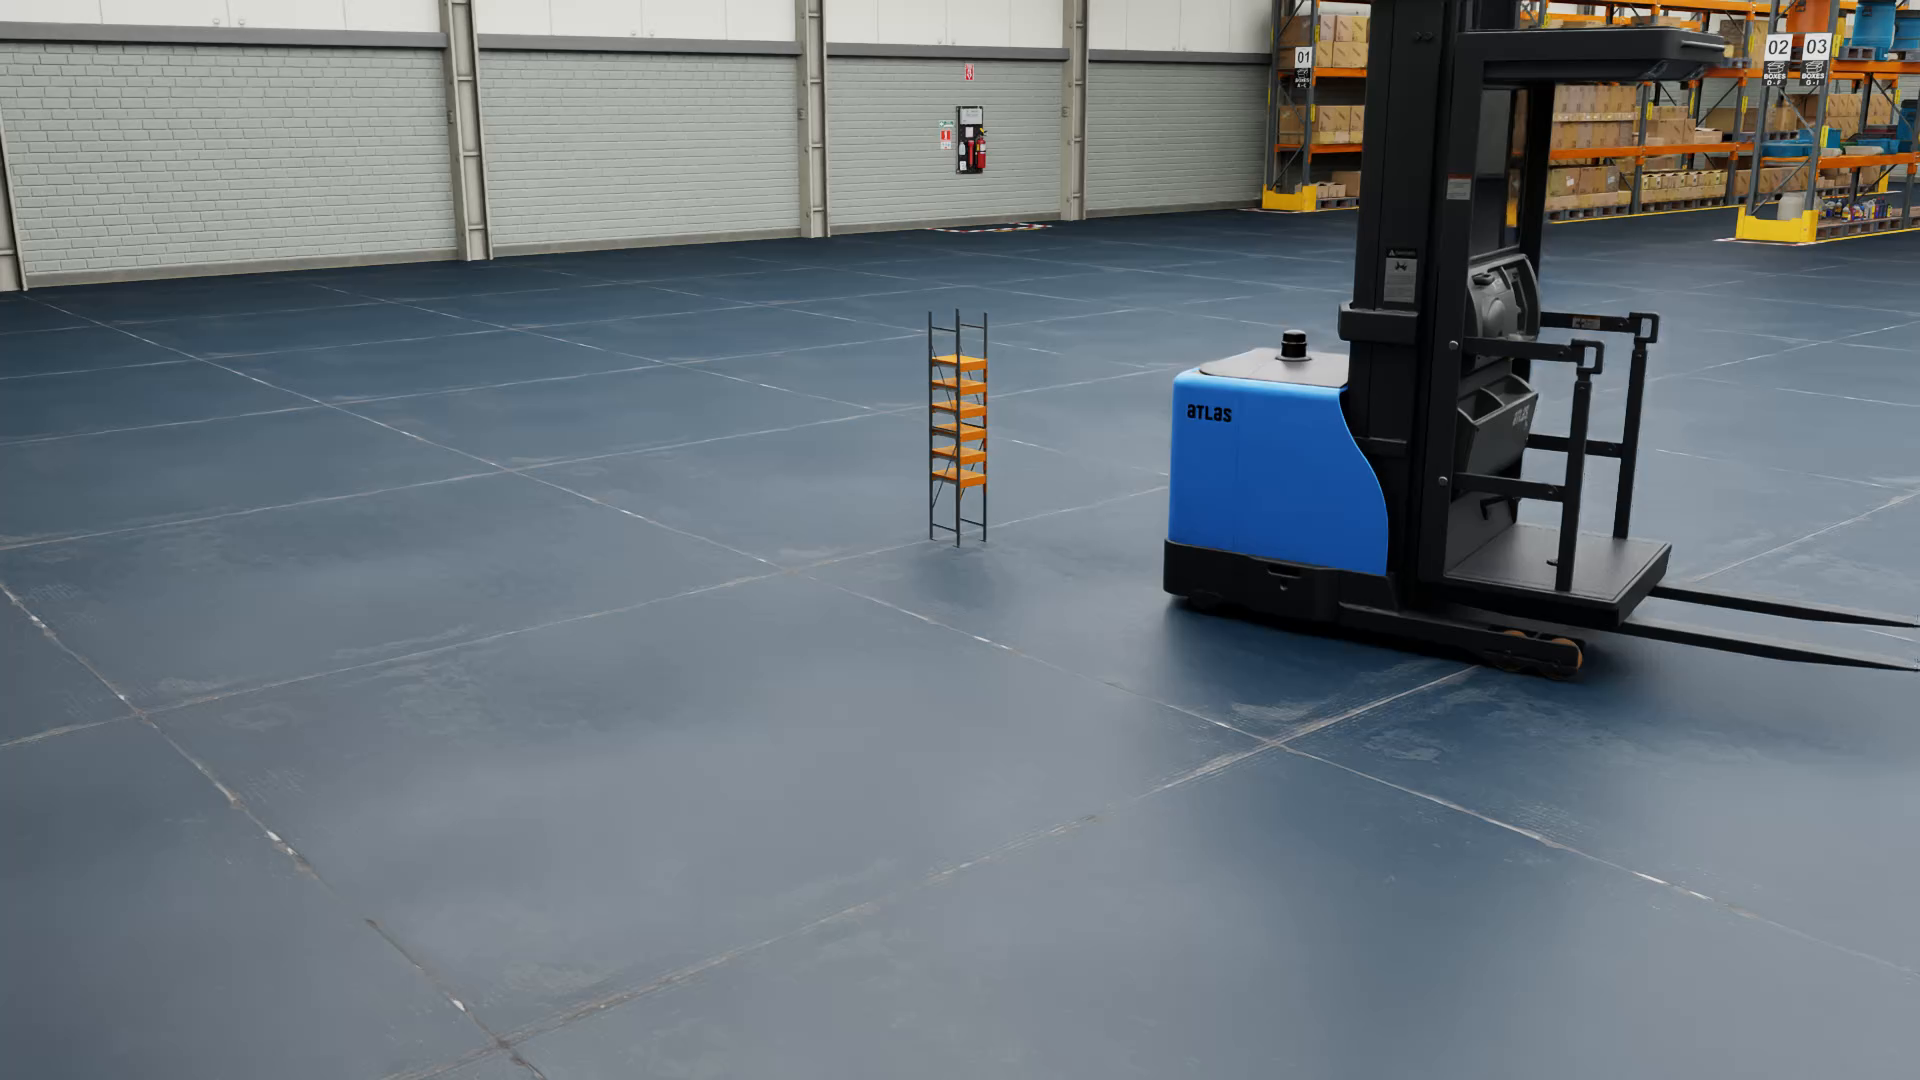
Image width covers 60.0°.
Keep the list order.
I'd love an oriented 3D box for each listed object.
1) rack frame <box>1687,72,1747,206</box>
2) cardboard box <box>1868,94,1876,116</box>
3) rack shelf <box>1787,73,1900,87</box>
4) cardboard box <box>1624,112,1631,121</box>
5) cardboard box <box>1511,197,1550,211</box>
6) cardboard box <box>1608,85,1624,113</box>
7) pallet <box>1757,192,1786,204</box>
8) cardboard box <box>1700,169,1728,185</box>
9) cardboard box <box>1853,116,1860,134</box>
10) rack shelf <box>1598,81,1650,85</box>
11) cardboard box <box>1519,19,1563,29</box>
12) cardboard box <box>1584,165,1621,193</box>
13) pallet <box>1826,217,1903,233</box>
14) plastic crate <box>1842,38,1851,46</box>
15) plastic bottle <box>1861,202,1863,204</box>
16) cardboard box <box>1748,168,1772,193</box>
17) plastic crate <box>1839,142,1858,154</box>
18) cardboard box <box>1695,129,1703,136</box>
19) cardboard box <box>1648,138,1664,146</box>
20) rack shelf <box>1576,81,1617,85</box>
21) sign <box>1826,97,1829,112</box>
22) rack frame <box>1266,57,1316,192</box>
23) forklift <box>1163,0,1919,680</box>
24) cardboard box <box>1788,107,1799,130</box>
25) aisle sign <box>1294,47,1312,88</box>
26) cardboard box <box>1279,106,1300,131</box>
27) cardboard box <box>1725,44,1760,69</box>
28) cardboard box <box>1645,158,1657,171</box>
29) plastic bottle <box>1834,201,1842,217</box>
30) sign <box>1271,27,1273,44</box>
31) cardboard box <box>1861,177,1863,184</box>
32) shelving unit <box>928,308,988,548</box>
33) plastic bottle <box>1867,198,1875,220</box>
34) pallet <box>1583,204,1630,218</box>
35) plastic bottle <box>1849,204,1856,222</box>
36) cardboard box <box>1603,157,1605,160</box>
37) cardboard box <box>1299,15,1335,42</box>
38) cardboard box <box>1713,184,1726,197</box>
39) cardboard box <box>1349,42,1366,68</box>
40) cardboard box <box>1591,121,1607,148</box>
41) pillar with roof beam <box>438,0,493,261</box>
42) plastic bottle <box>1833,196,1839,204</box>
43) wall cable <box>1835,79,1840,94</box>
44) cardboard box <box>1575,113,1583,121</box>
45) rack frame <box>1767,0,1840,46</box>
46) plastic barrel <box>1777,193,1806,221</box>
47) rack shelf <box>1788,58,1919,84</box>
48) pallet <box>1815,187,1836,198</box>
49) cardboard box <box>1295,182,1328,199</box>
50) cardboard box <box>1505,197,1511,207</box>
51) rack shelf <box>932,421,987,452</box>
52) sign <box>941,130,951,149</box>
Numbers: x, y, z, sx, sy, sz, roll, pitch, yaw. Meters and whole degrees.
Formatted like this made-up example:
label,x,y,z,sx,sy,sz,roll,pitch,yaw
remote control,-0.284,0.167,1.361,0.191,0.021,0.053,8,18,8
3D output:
label,x,y,z,sx,sy,sz,roll,pitch,yaw
rack frame,15.981,-8.619,35.204,0.127,3.000,1.000,-13,19,-39
cardboard box,21.092,-10.202,39.000,0.500,0.500,0.500,-12,19,-38
rack shelf,20.507,-10.737,38.715,4.000,0.370,1.077,-13,19,-39
cardboard box,12.711,-8.174,32.087,0.250,0.149,0.380,-13,20,-41
cardboard box,10.497,-6.186,30.609,0.500,0.250,0.500,-13,19,-39
cardboard box,12.253,-8.454,31.880,0.500,0.500,0.700,-13,20,-39
pallet,17.489,-7.596,36.780,1.213,0.211,1.003,-13,19,-39
cardboard box,15.748,-7.628,34.921,0.500,0.311,0.500,-12,19,-38
cardboard box,20.708,-9.636,38.819,0.500,0.500,0.500,-13,20,-40
rack shelf,11.455,-8.704,31.105,4.000,0.370,1.077,-13,19,-39
cardboard box,10.382,-9.130,30.019,0.637,0.503,0.797,-11,18,-36
cardboard box,12.372,-6.974,32.109,0.500,0.500,0.500,-13,19,-39
pallet,15.678,-5.523,29.019,1.213,0.211,1.003,-13,19,-39
plastic crate,14.436,-8.122,27.562,0.575,0.384,0.392,-13,19,-39
plastic bottle,15.441,-5.640,28.462,0.133,0.283,0.061,-13,19,-39
cardboard box,17.285,-7.819,36.201,0.500,0.500,0.500,-13,20,-40
plastic crate,15.003,-6.699,28.427,0.662,0.188,0.450,-13,19,-39
cardboard box,15.179,-8.462,34.790,0.500,0.311,0.500,-13,20,-40
cardboard box,13.766,-7.930,33.113,0.250,0.149,0.380,-13,19,-39
rack shelf,14.235,-11.023,39.786,4.000,0.370,1.077,-13,19,-39
sign,19.366,-9.748,37.189,0.005,0.325,0.100,-13,19,-39
rack frame,6.691,-8.227,33.738,0.127,3.000,1.000,-13,19,-39
forklift,2.444,-1.011,6.854,3.031,2.935,1.130,10,18,32
cardboard box,18.494,-9.511,37.536,0.700,0.500,0.500,8,17,28
aisle sign,6.834,-9.413,33.139,0.004,0.787,0.394,-13,19,-39
cardboard box,6.907,-8.648,34.112,0.500,0.500,0.500,-13,20,-40
cardboard box,16.288,-10.197,35.105,0.500,0.500,0.910,-13,19,-39
cardboard box,17.543,-9.625,43.000,0.500,0.500,0.700,-13,20,-41
plastic bottle,15.301,-5.767,28.961,0.097,0.271,0.097,0,15,0
sign,6.342,-10.216,33.654,0.005,0.325,0.100,-13,19,-39
cardboard box,21.403,-8.627,39.871,0.250,0.166,0.380,-13,19,-39
shelving unit,-0.011,-0.577,8.586,0.189,1.200,0.258,-13,19,-39
plastic bottle,15.527,-5.657,28.395,0.185,0.351,0.144,-13,20,-40
pallet,12.336,-6.467,32.553,1.213,0.211,1.003,-13,19,-39
plastic bottle,14.950,-5.480,27.865,0.133,0.283,0.061,-12,19,-38
cardboard box,16.136,-9.690,41.986,0.250,0.149,0.380,-13,20,-40
cardboard box,7.141,-10.236,33.274,0.500,0.500,0.500,14,21,43
cardboard box,15.744,-7.357,34.993,0.500,0.250,0.500,-12,19,-38
cardboard box,7.925,-9.915,34.013,0.500,0.500,0.500,-12,19,-37
cardboard box,11.858,-7.738,31.714,0.500,0.500,0.700,-12,19,-39
pillar with roof beam,-4.101,-7.525,19.485,0.400,9.000,9.100,-13,19,-39
plastic bottle,15.331,-5.853,29.130,0.185,0.351,0.144,-12,19,-38
wall cable,23.263,-13.225,46.839,0.112,2.526,3.097,-13,19,-39
cardboard box,11.354,-7.868,30.944,0.250,0.149,0.380,-13,20,-40
rack frame,13.195,-9.197,25.744,0.127,3.000,1.000,-13,19,-39
plastic barrel,13.641,-5.426,27.258,0.421,0.512,0.421,0,15,0
rack shelf,14.703,-7.739,27.492,4.000,0.370,1.077,-13,19,-39
pallet,19.517,-8.065,38.536,1.213,0.211,1.003,-13,19,-39
cardboard box,7.272,-7.241,34.402,0.500,0.311,0.500,13,20,41
cardboard box,10.157,-6.286,30.987,0.500,0.250,0.500,-13,19,-39
rack shelf,-0.011,-0.534,8.597,0.180,0.103,0.258,-13,19,-39
sign,-0.249,-7.030,29.188,0.234,0.329,0.001,-13,19,-39
